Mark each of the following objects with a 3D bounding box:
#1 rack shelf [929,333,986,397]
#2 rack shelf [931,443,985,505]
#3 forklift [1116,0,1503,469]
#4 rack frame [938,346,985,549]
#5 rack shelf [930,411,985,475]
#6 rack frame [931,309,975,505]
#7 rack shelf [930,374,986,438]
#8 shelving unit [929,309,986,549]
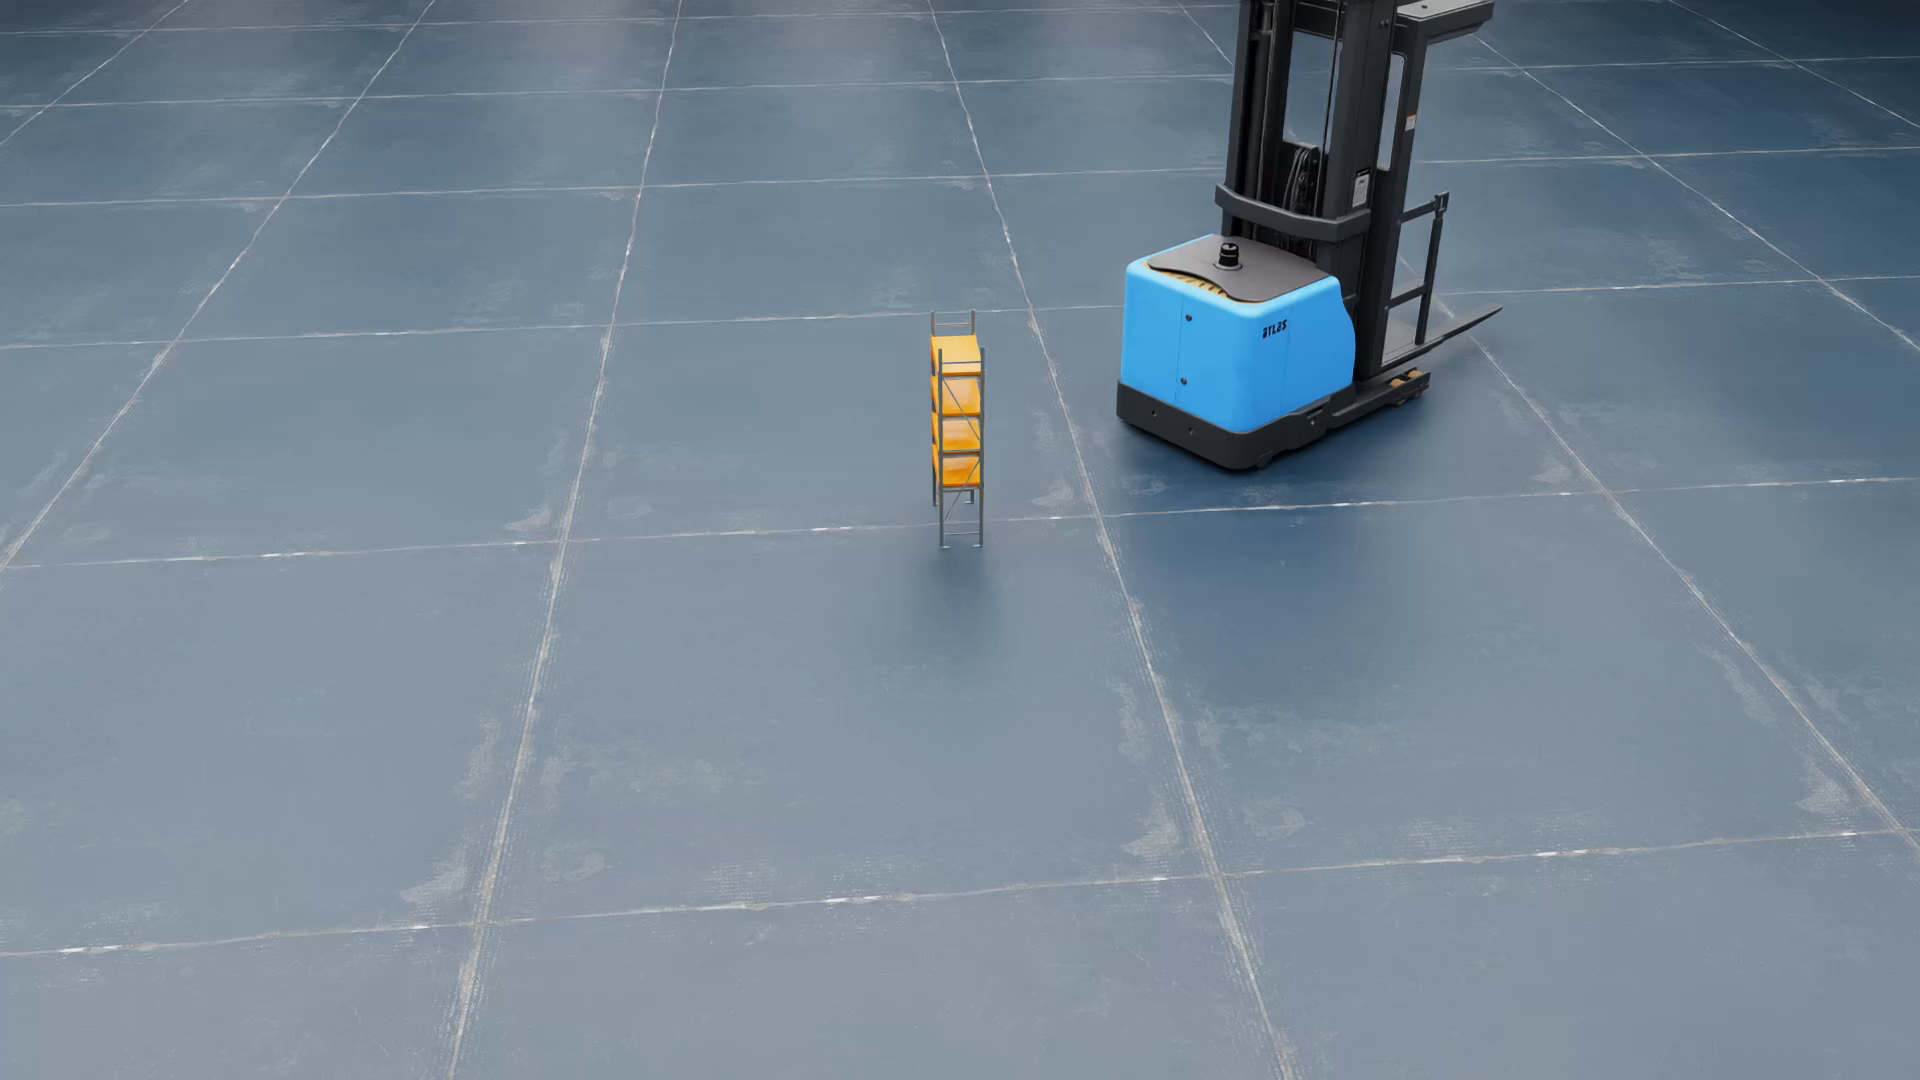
[{"bbox_3d":[-0.015,-0.937,8.882,0.258,0.148,0.480,-3,31,-5],"label":"rack shelf"},{"bbox_3d":[-0.015,-0.371,9.220,0.258,0.148,0.480,-3,31,-5],"label":"rack shelf"},{"bbox_3d":[2.417,-2.305,10.251,3.031,2.935,1.130,-24,39,-35],"label":"forklift"},{"bbox_3d":[0.007,-0.475,8.875,0.240,1.200,0.015,-3,31,-5],"label":"rack frame"},{"bbox_3d":[-0.015,-0.542,9.118,0.258,0.148,0.480,-3,31,-5],"label":"rack shelf"},{"bbox_3d":[-0.038,-0.724,9.292,0.240,1.200,0.015,-3,31,-5],"label":"rack frame"},{"bbox_3d":[-0.015,-0.734,9.004,0.258,0.148,0.480,-3,31,-5],"label":"rack shelf"},{"bbox_3d":[-0.015,-0.600,9.084,0.258,1.200,0.503,-3,31,-5],"label":"shelving unit"}]
